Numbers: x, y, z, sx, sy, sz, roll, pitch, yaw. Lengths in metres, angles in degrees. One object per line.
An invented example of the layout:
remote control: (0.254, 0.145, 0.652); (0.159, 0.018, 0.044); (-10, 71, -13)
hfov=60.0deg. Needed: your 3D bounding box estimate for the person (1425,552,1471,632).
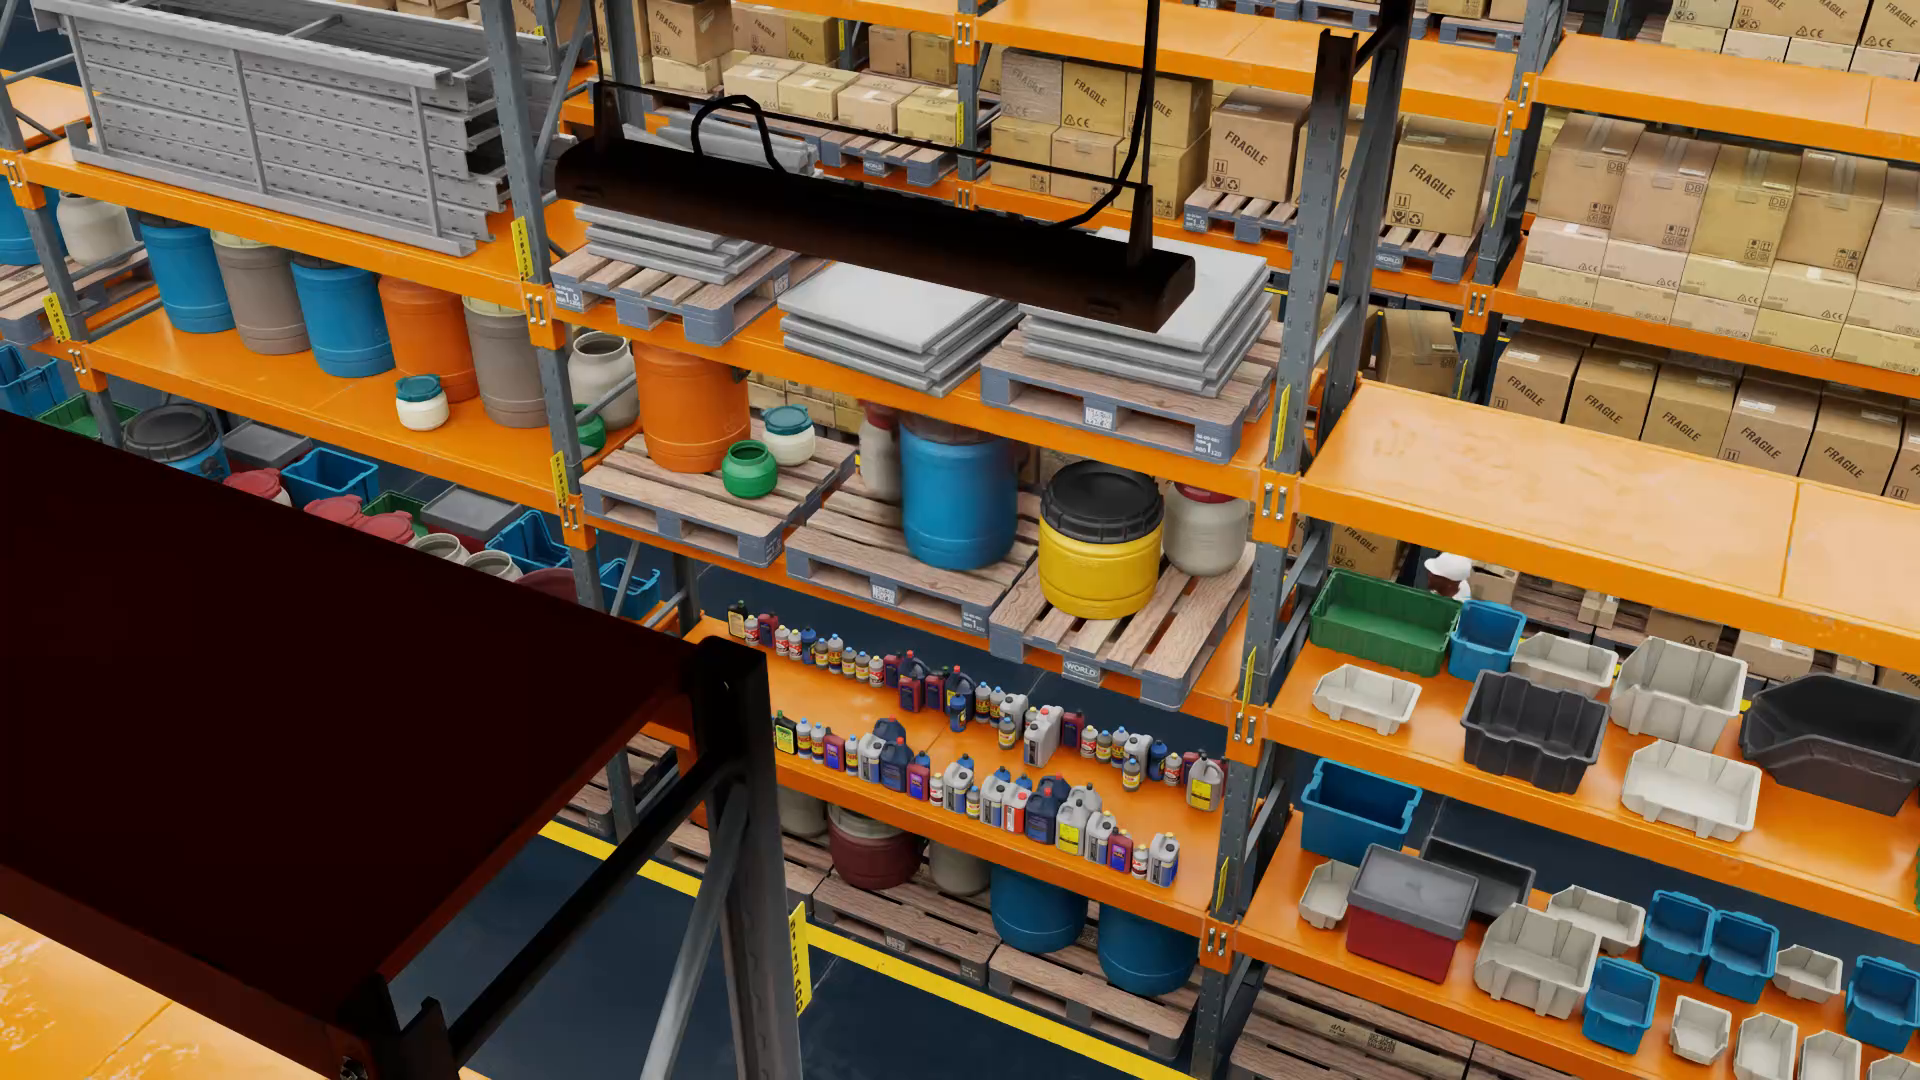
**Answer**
person: (3.131, 0.723, 10.918); (0.920, 1.551, 0.577); (18, 39, 24)
